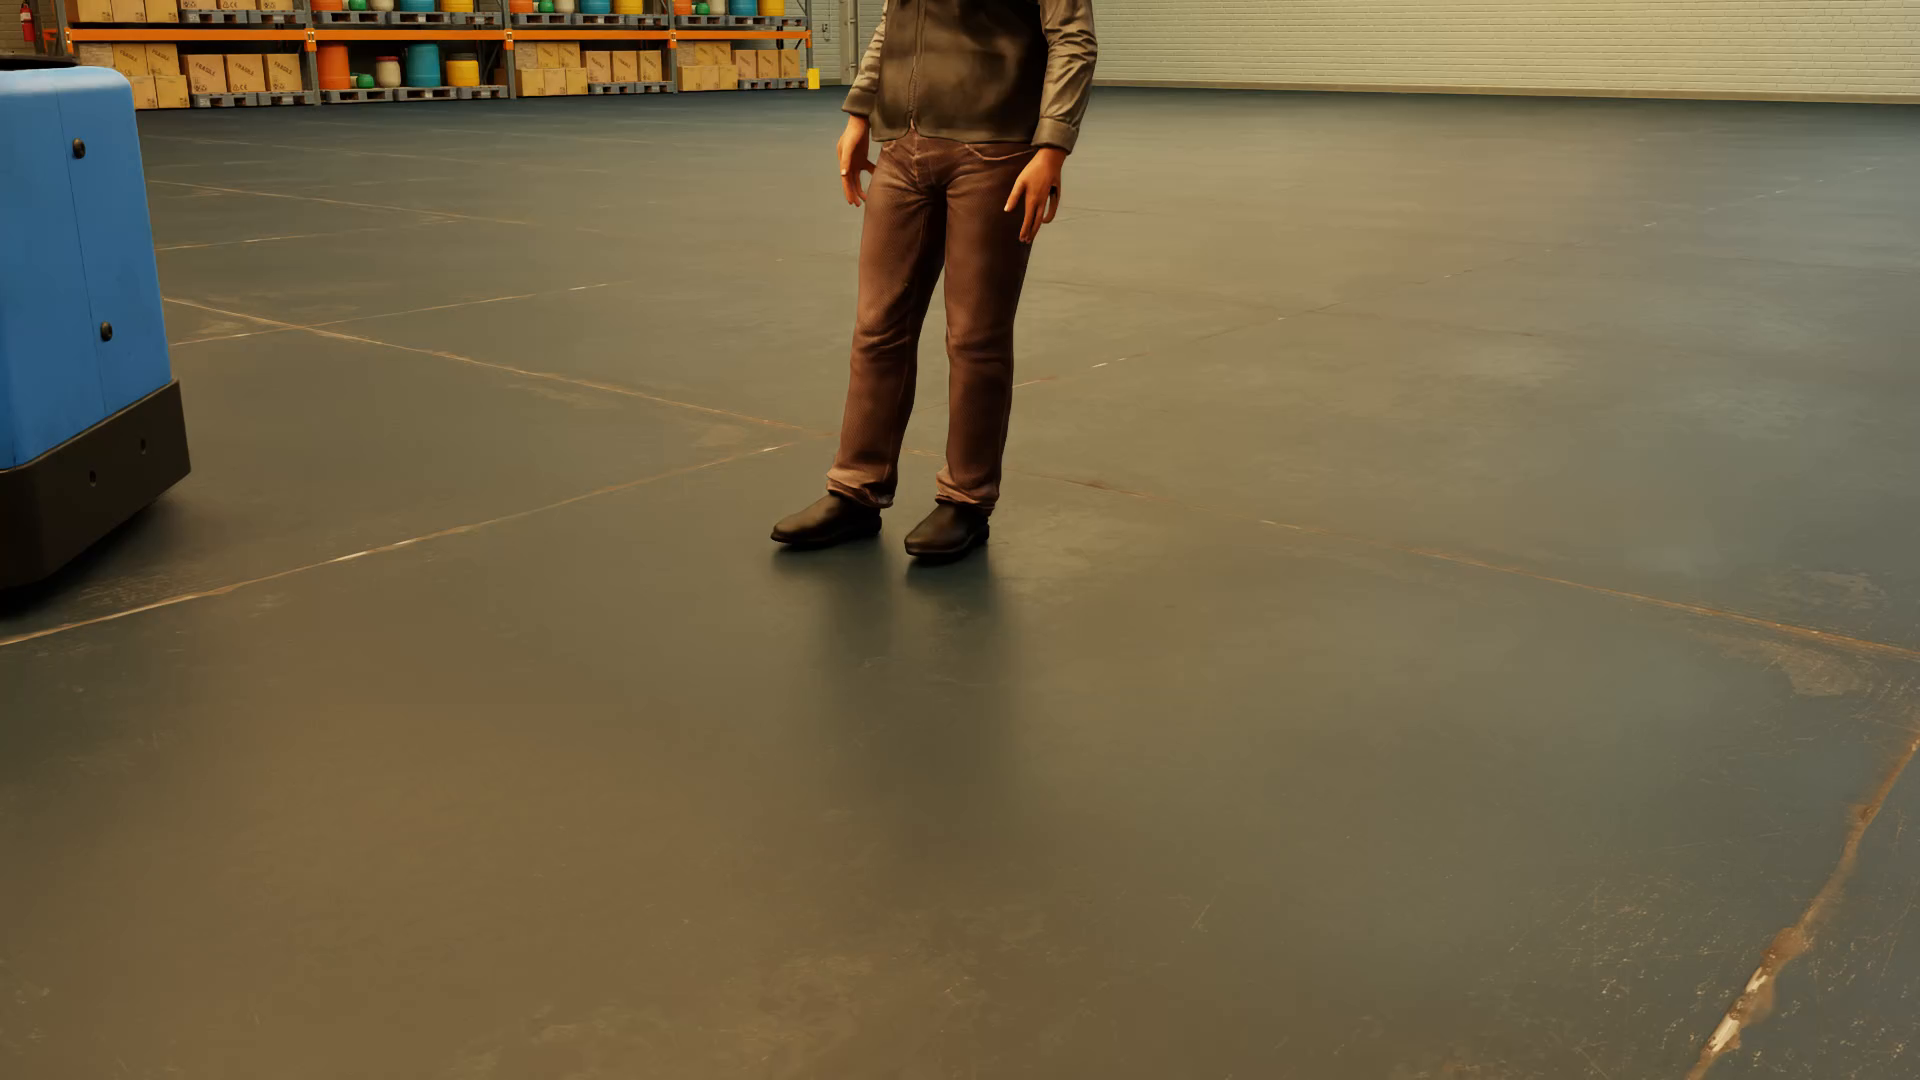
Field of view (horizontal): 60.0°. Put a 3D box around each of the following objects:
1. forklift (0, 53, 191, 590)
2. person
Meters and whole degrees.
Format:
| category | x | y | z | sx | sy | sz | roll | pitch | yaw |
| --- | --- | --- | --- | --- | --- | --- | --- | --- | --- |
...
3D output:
| category | x | y | z | sx | sy | sz | roll | pitch | yaw |
| --- | --- | --- | --- | --- | --- | --- | --- | --- | --- |
| forklift | -3.436 | -1.338 | 3.304 | 3.031 | 2.935 | 1.130 | -2 | 17 | -5 |
| person | -0.046 | -0.818 | 3.649 | 0.632 | 1.720 | 0.568 | 13 | 21 | 37 |
